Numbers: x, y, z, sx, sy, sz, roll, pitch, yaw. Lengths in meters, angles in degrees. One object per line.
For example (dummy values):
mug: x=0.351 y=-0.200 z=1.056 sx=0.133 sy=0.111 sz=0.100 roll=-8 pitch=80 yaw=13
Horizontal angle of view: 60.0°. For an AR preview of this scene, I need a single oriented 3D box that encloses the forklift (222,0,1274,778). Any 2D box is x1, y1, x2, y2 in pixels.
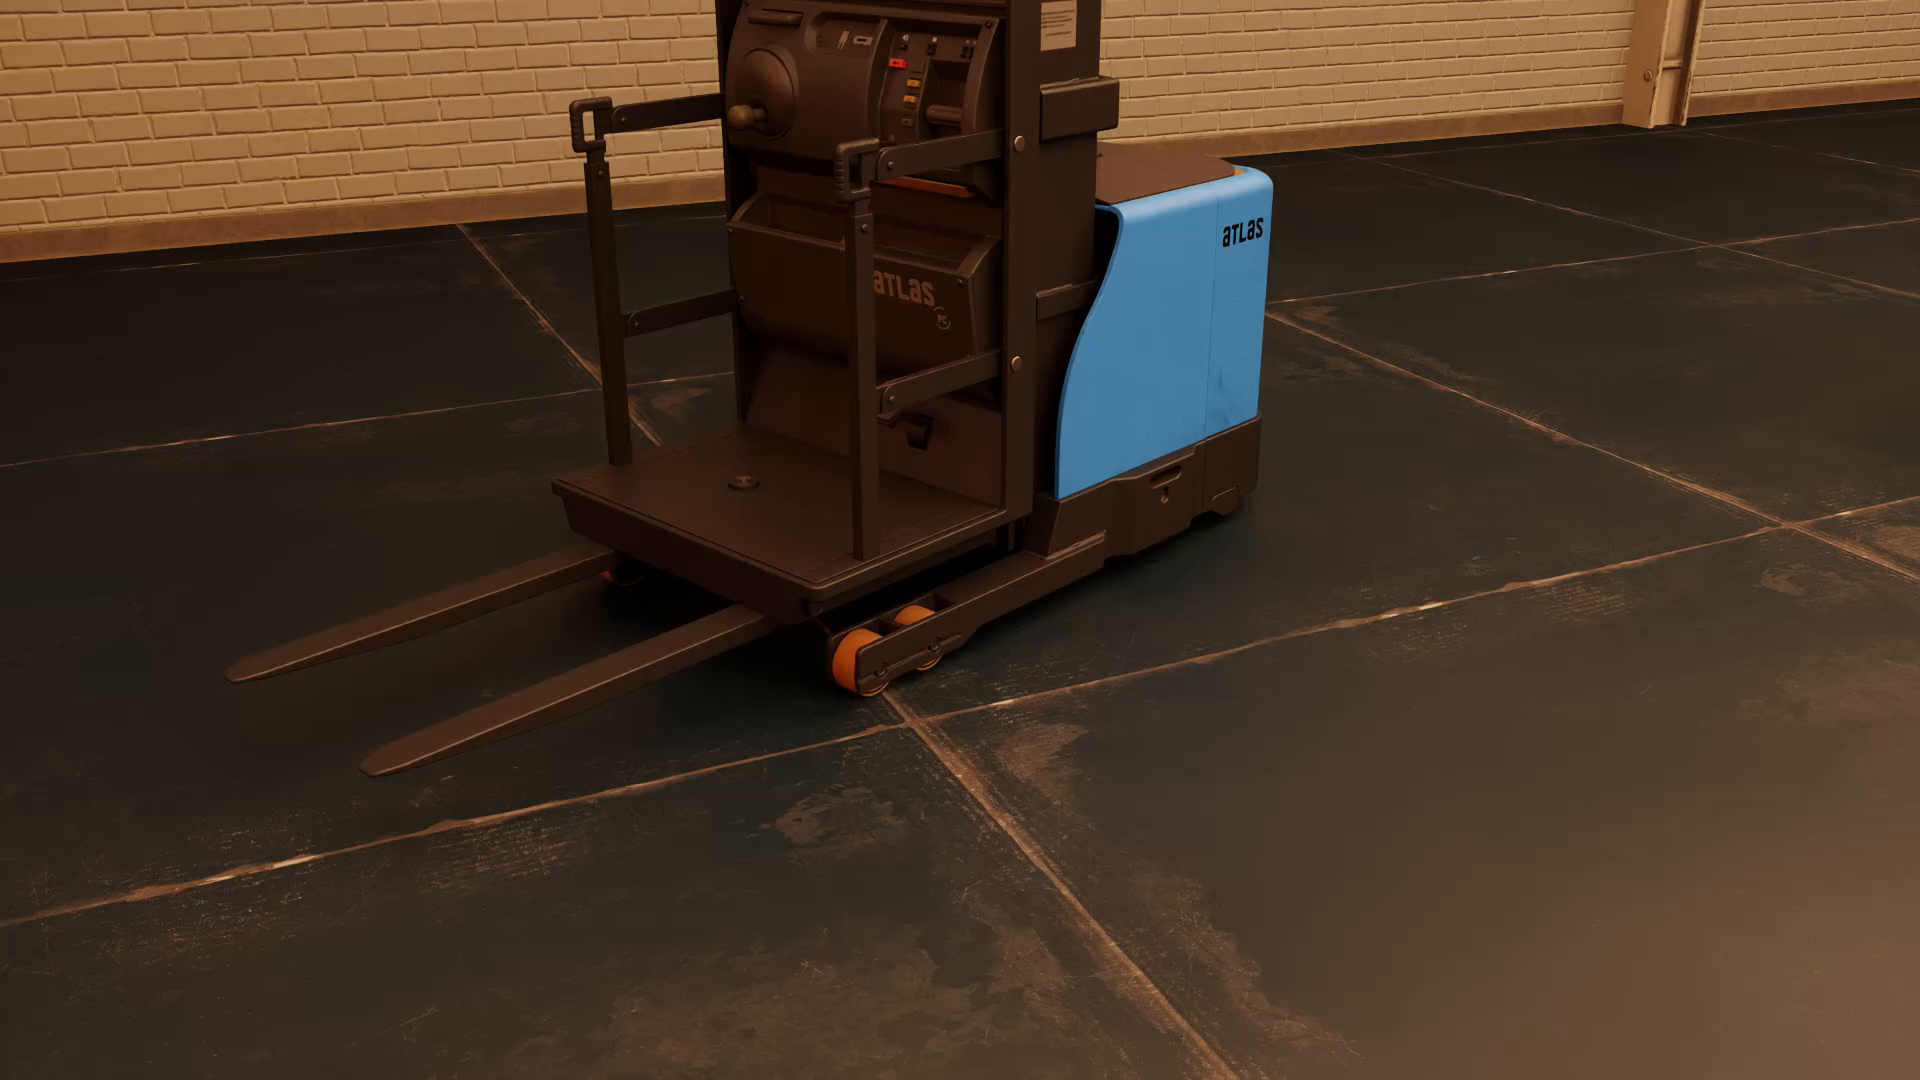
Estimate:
forklift: x=-0.413 y=-1.182 z=4.131 sx=1.130 sy=2.935 sz=3.031 roll=19 pitch=29 yaw=39
